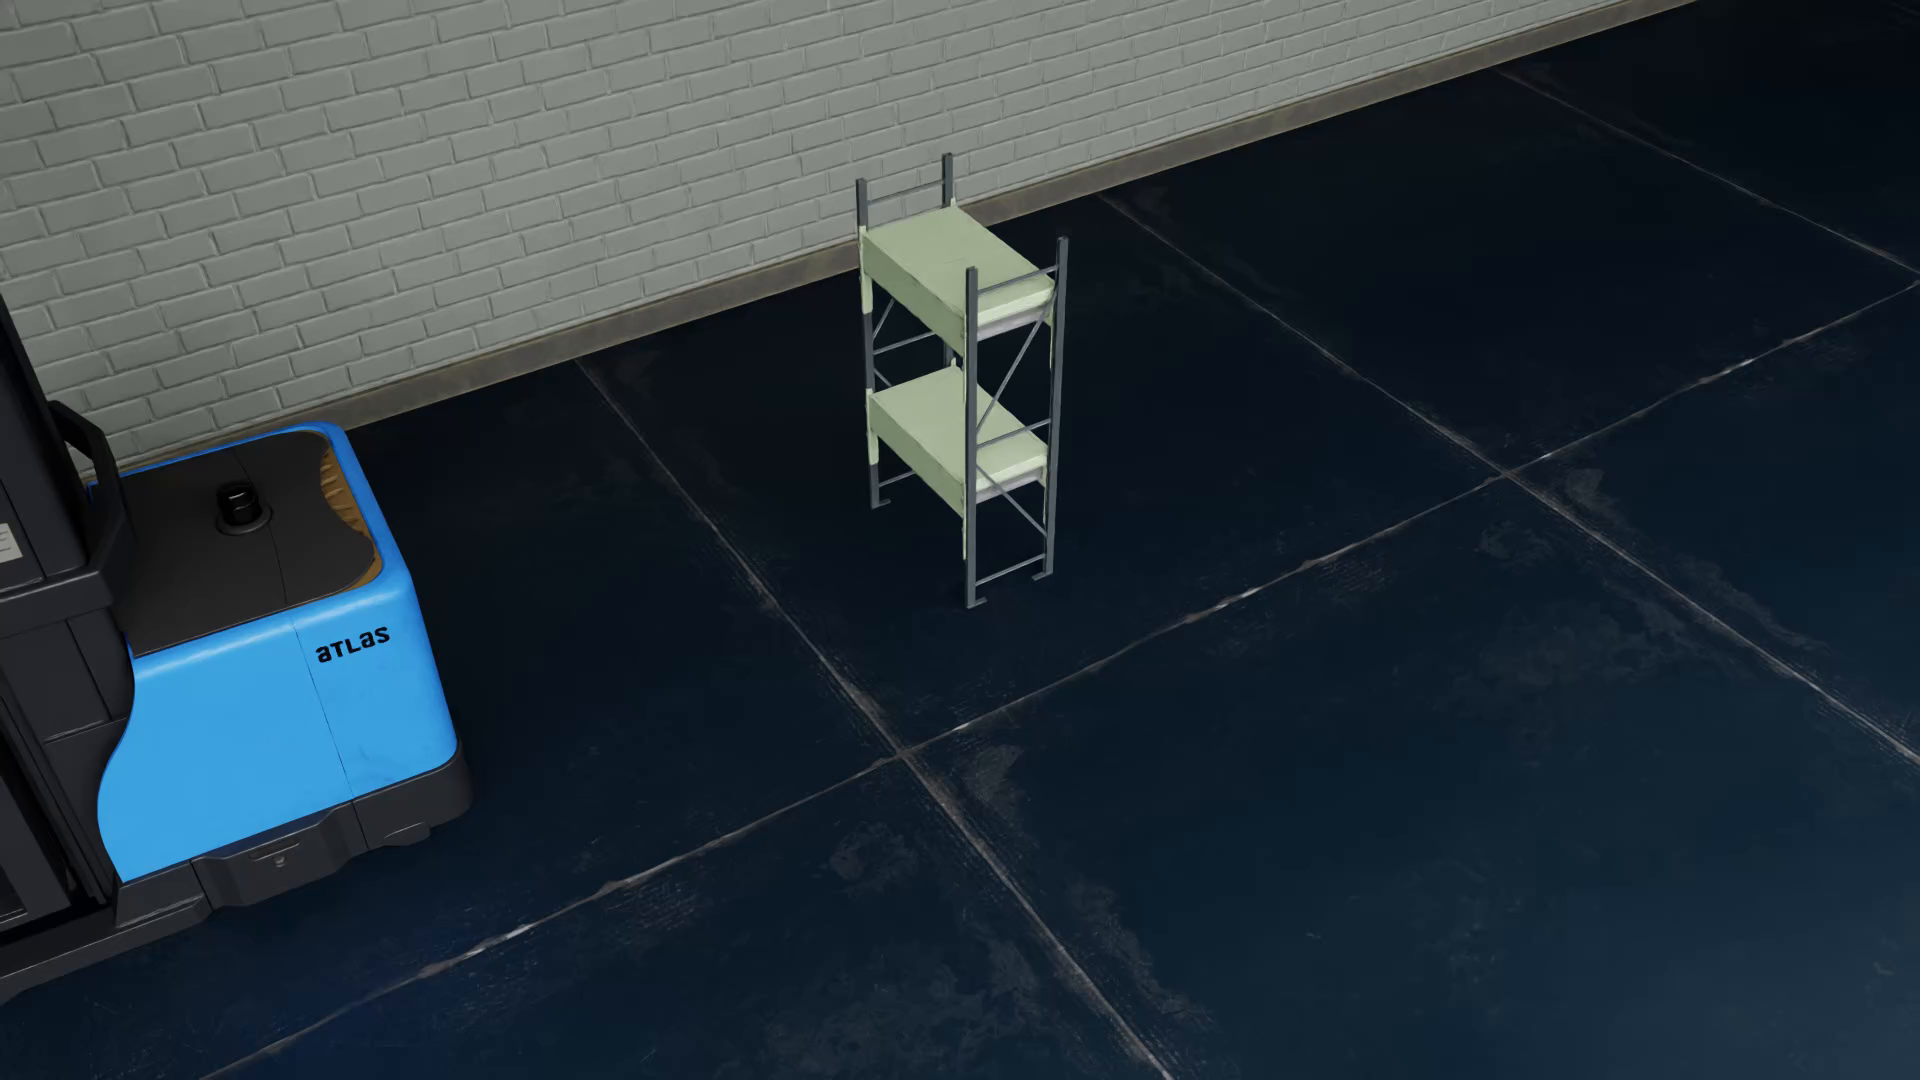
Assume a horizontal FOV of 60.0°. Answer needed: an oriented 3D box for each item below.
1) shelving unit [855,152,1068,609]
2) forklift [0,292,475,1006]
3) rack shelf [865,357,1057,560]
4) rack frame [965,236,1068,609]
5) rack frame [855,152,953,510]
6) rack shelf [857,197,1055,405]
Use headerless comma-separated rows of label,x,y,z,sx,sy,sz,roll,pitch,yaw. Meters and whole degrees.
shelving unit,-0.004,-0.580,6.274,0.431,1.500,0.755,-22,45,-24
forklift,-3.173,0.004,4.456,3.031,2.935,1.130,-20,44,-22
rack shelf,-0.004,-0.329,6.483,0.431,0.370,0.720,-22,45,-24
rack frame,0.193,-0.382,6.037,0.400,1.500,0.023,-22,45,-24
rack frame,-0.200,-0.777,6.511,0.400,1.500,0.023,-22,45,-24
rack shelf,-0.004,-0.880,6.024,0.431,0.370,0.720,-22,45,-24
